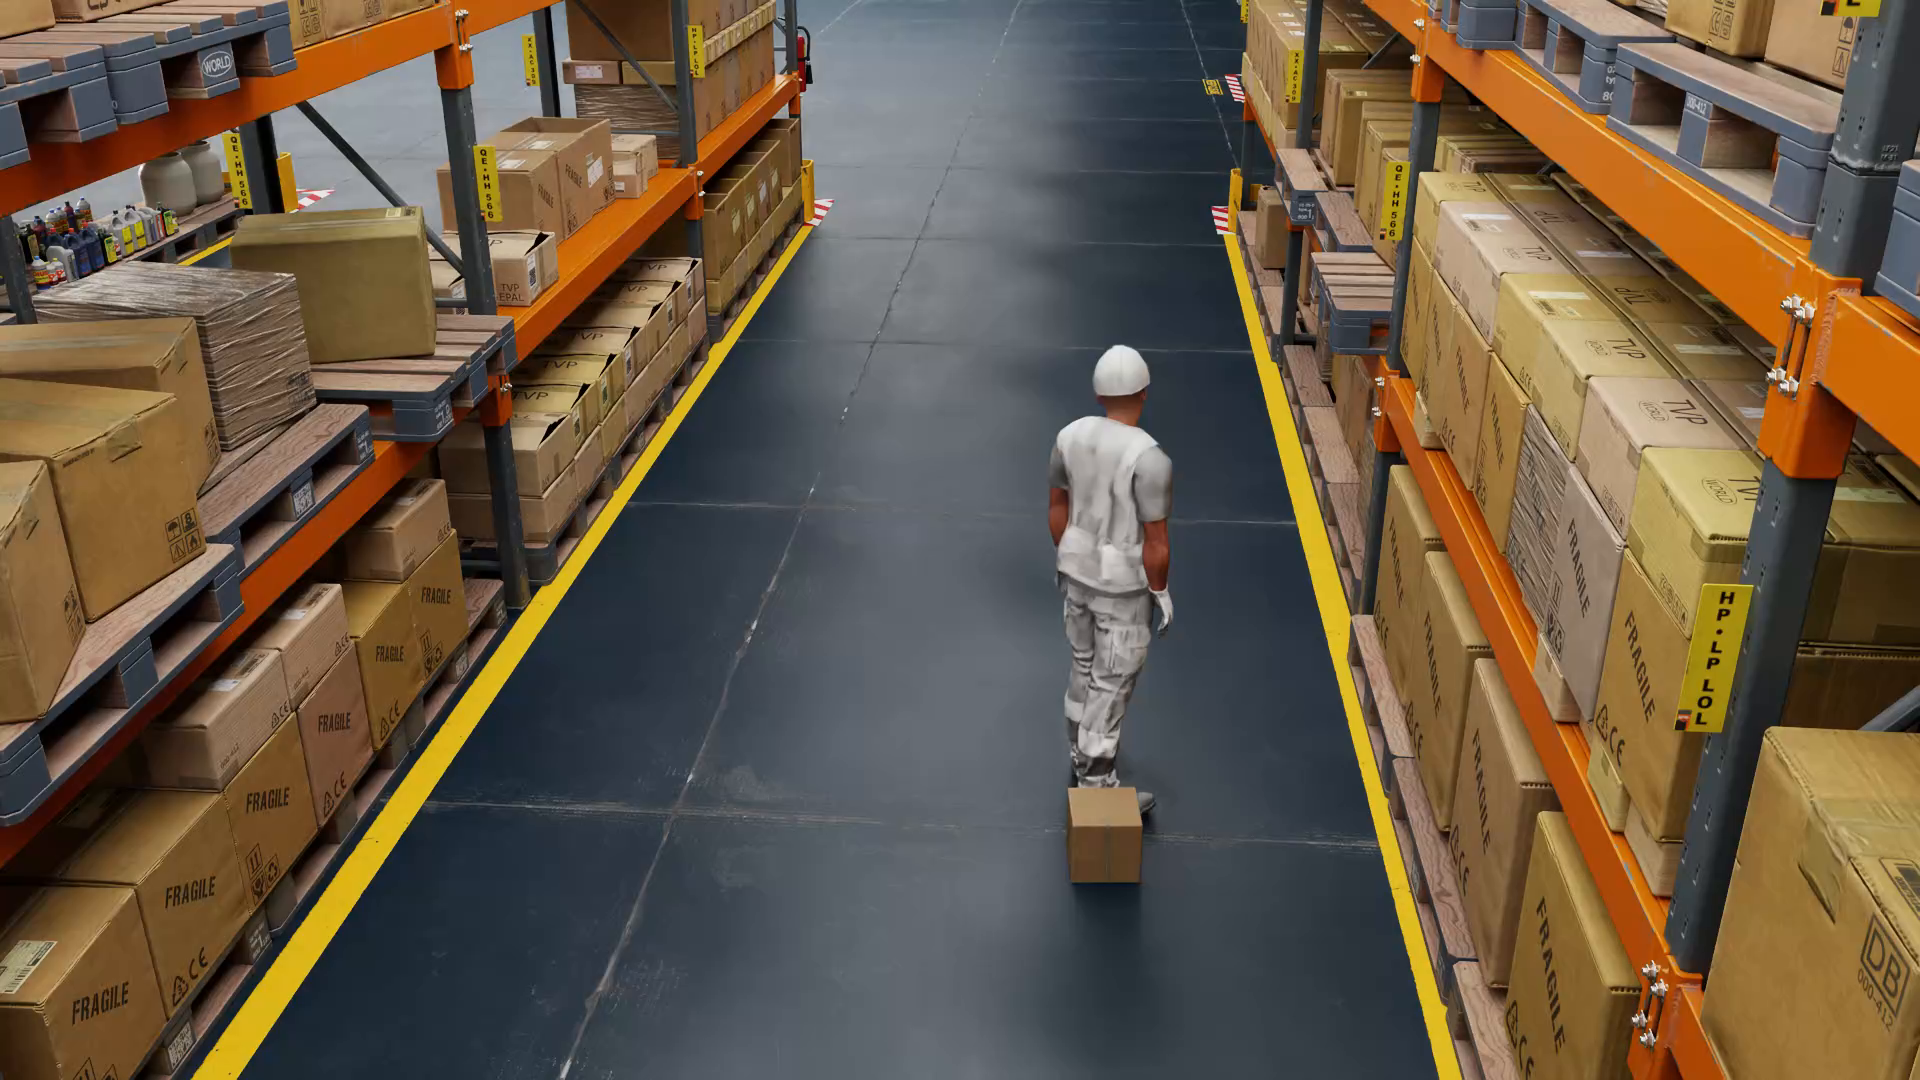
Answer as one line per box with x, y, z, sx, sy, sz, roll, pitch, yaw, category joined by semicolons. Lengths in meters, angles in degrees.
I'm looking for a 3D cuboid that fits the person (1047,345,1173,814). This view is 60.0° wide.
0.565;0.142;6.208;0.476;1.791;0.573;-18;30;-35;person
